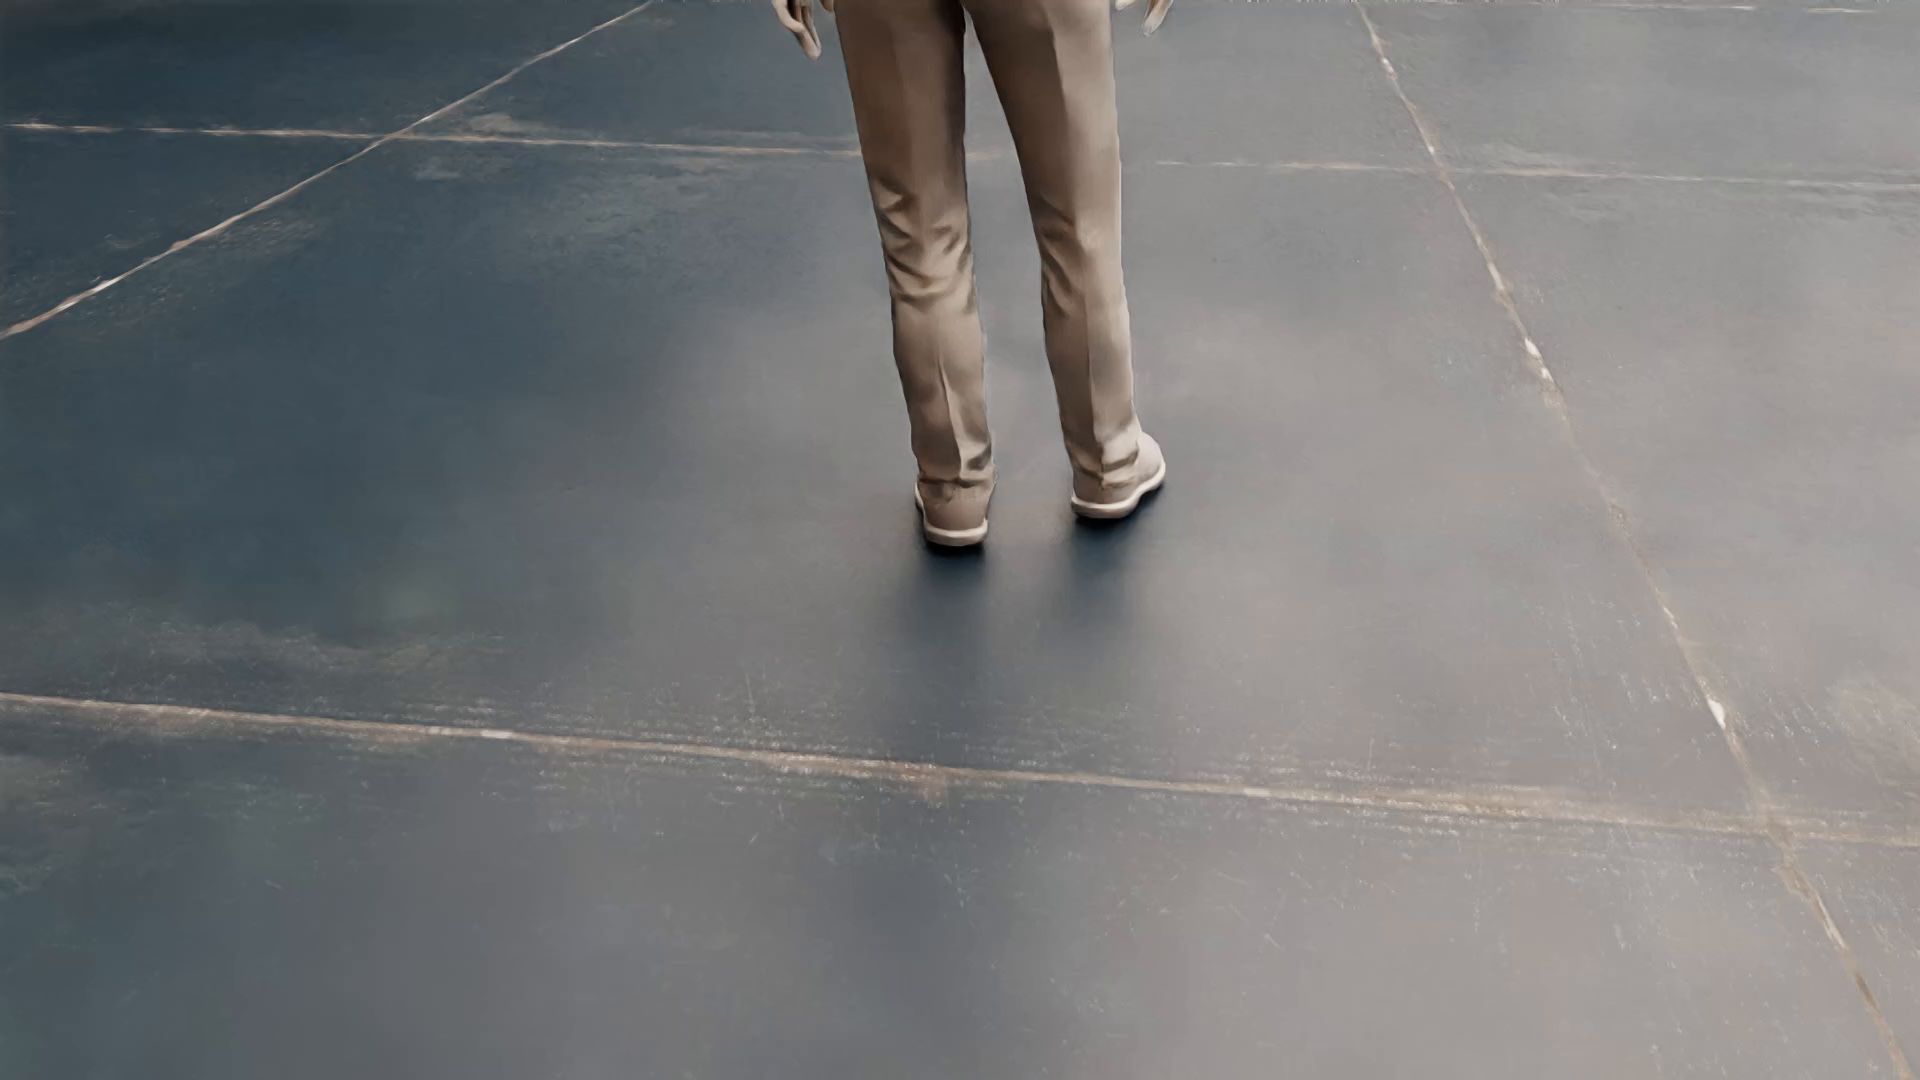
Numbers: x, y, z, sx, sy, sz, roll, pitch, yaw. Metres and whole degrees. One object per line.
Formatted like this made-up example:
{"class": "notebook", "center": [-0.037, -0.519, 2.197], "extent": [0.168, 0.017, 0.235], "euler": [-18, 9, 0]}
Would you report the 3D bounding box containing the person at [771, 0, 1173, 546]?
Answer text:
{"class": "person", "center": [0.016, -0.795, 2.178], "extent": [0.586, 1.695, 0.533], "euler": [3, 27, 7]}
